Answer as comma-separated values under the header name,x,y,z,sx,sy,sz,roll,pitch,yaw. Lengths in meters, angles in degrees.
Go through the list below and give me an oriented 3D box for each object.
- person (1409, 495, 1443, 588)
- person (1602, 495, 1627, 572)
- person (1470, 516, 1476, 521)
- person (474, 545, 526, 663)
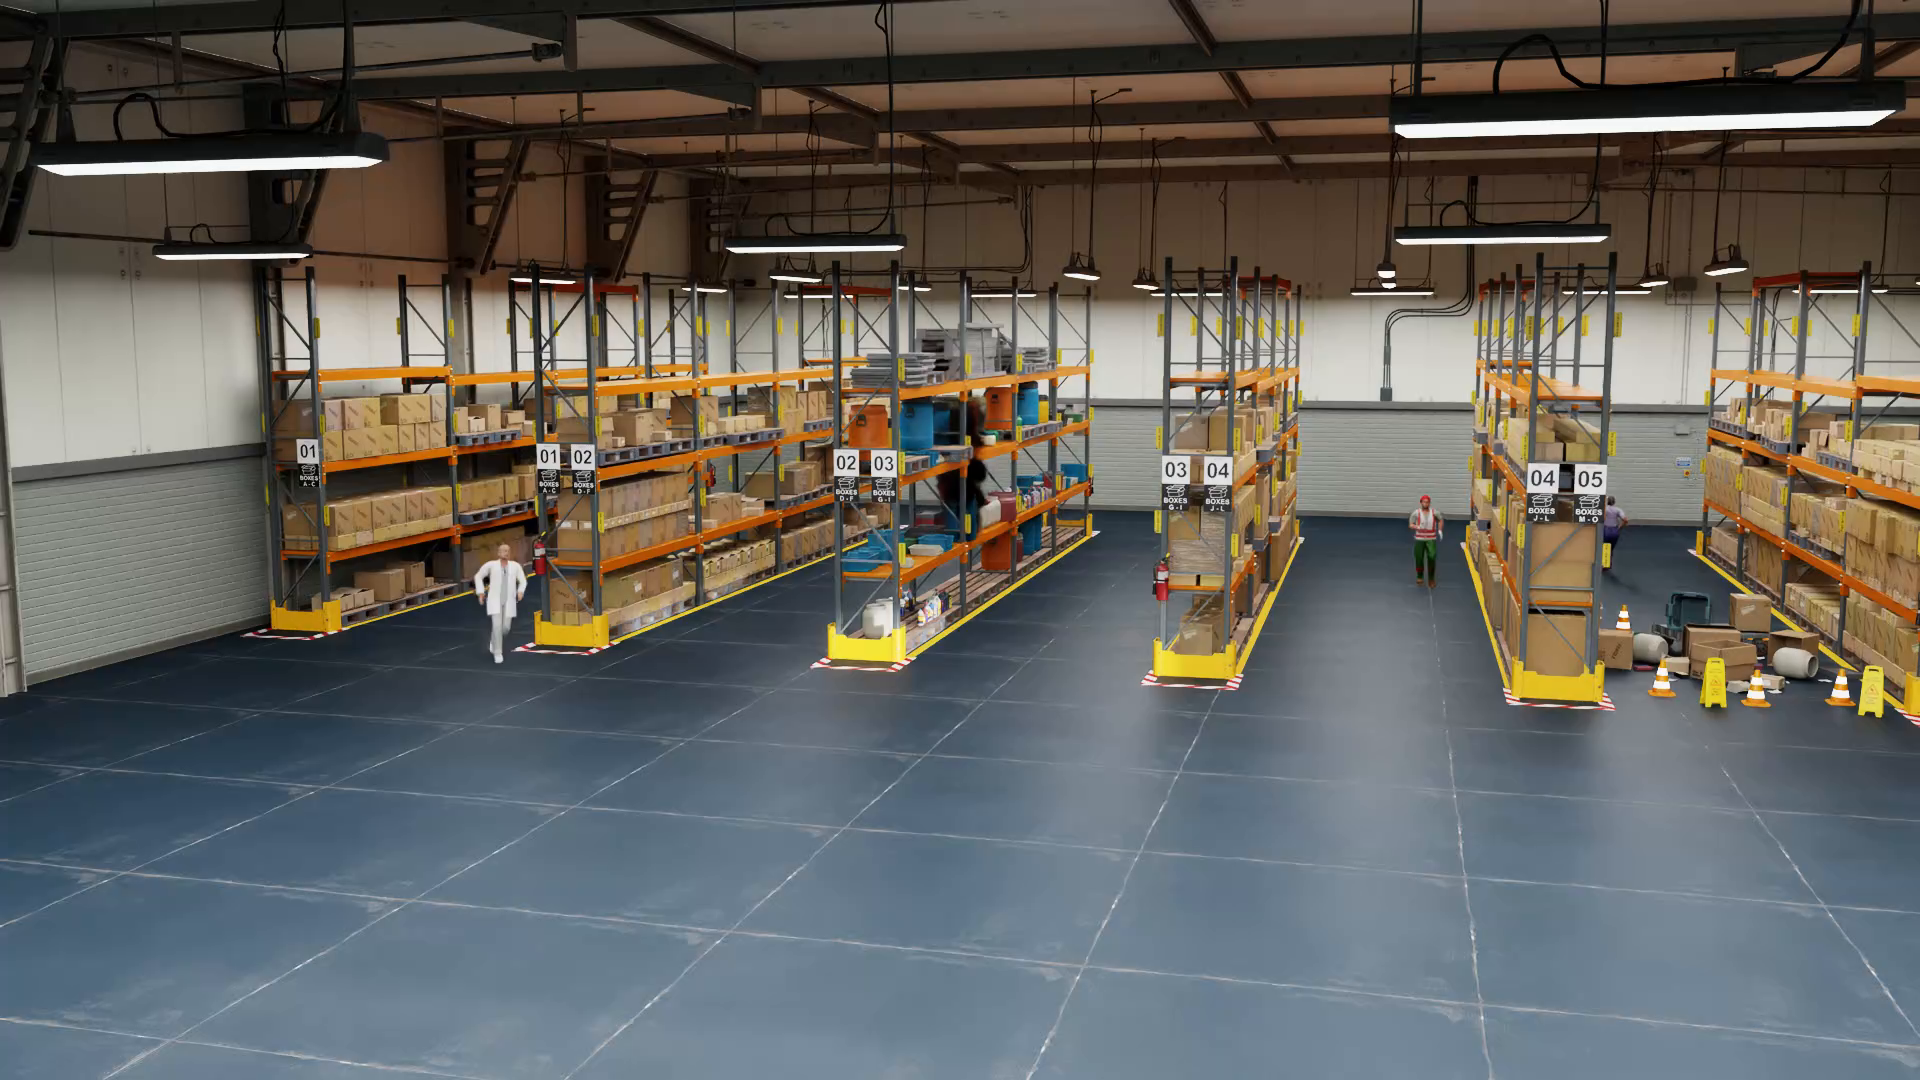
name,x,y,z,sx,sy,sz,roll,pitch,yaw
person,9.034,0.035,32.268,0.652,1.825,0.714,2,7,14
person,13.307,-0.114,34.075,0.619,1.611,0.793,0,7,3
person,12.366,-0.812,39.297,0.640,1.681,0.828,2,8,17
person,-6.971,0.950,25.336,0.765,1.751,0.767,-4,8,-26
